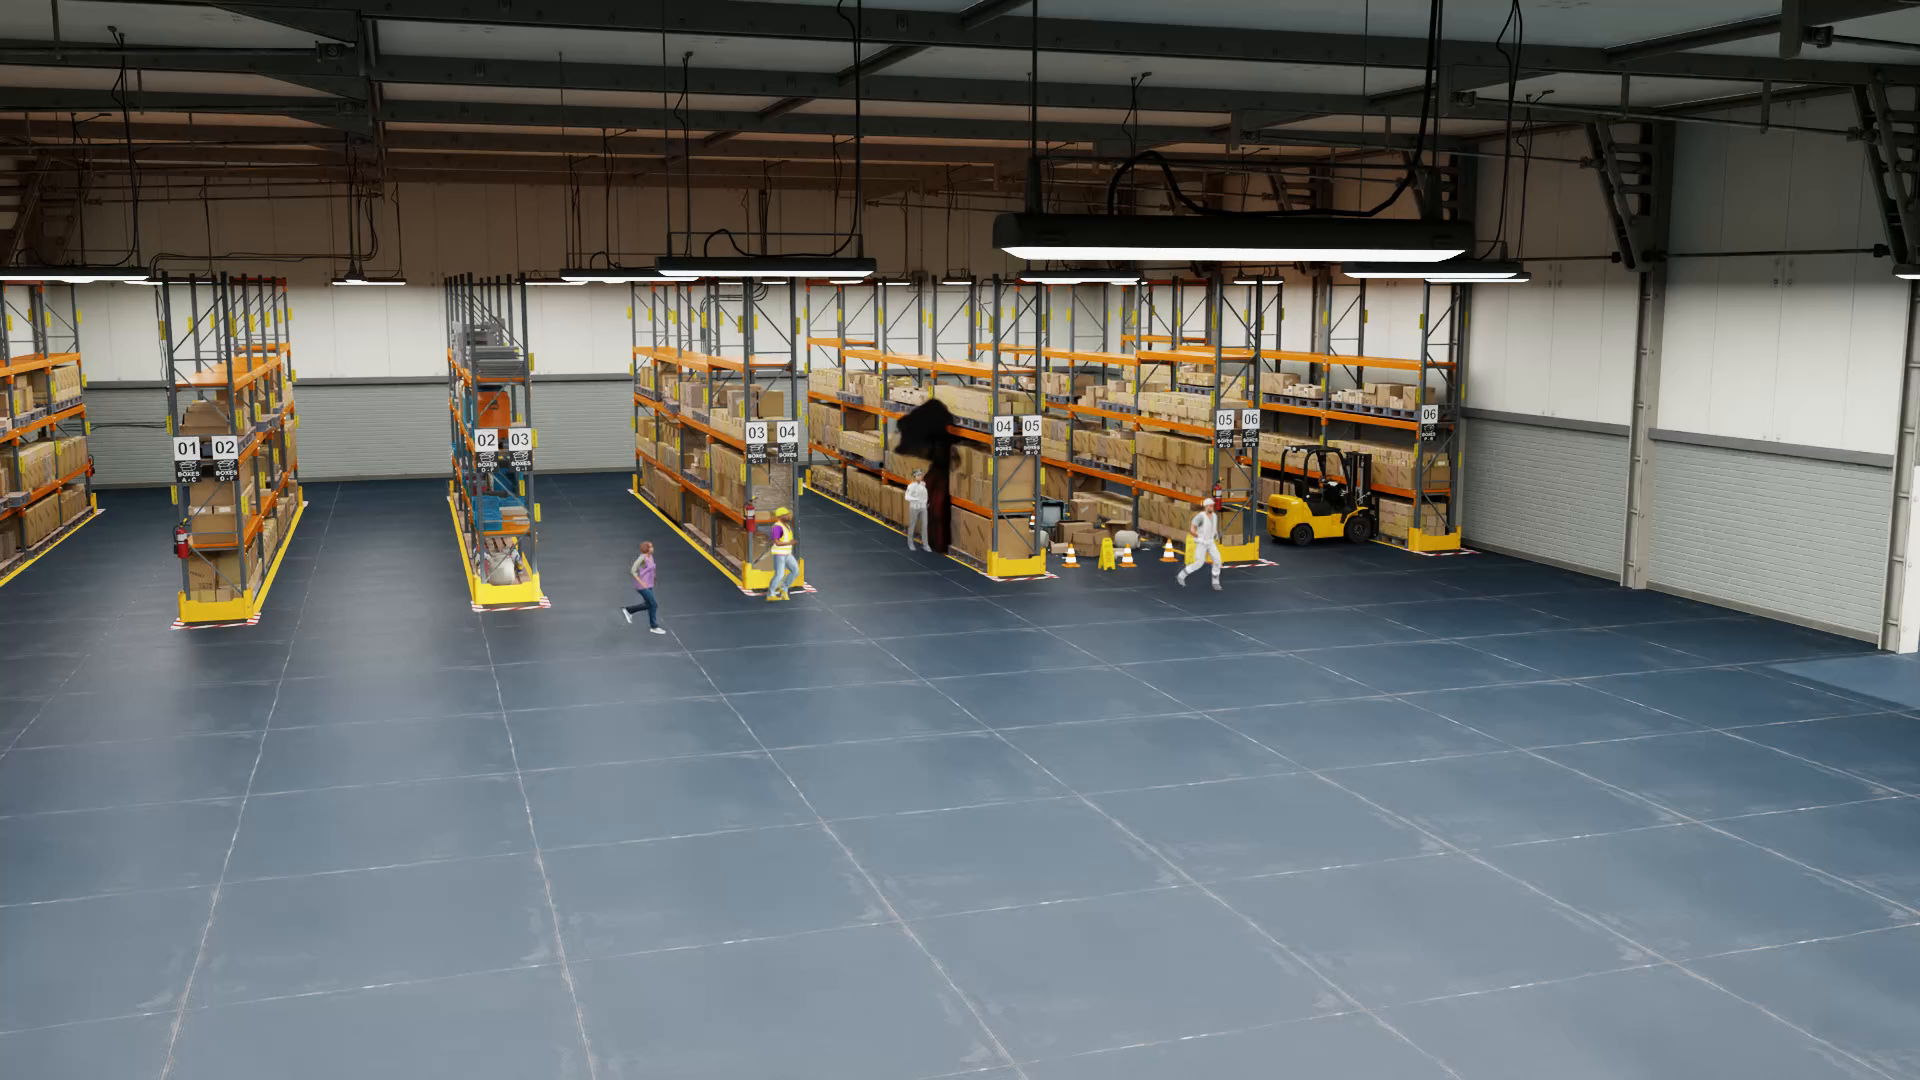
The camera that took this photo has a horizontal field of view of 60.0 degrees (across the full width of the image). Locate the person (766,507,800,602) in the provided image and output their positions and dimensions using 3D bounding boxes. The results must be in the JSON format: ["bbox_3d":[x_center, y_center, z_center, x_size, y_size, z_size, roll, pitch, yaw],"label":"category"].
[{"bbox_3d":[-3.217,0.275,30.532,0.691,1.768,0.723,3,9,22],"label":"person"}]

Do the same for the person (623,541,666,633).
[{"bbox_3d":[-5.311,0.791,27.762,0.732,1.580,0.560,2,9,13],"label":"person"}]

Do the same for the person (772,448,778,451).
[{"bbox_3d":[-5.031,-2.099,46.228,0.647,1.812,1.087,-1,9,-7],"label":"person"}]

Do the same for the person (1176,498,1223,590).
[{"bbox_3d":[4.658,0.085,31.837,0.885,1.778,0.732,-8,12,-43],"label":"person"}]

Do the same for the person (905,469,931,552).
[{"bbox_3d":[-0.857,-0.616,34.548,0.616,1.742,0.856,-4,10,-27],"label":"person"}]
